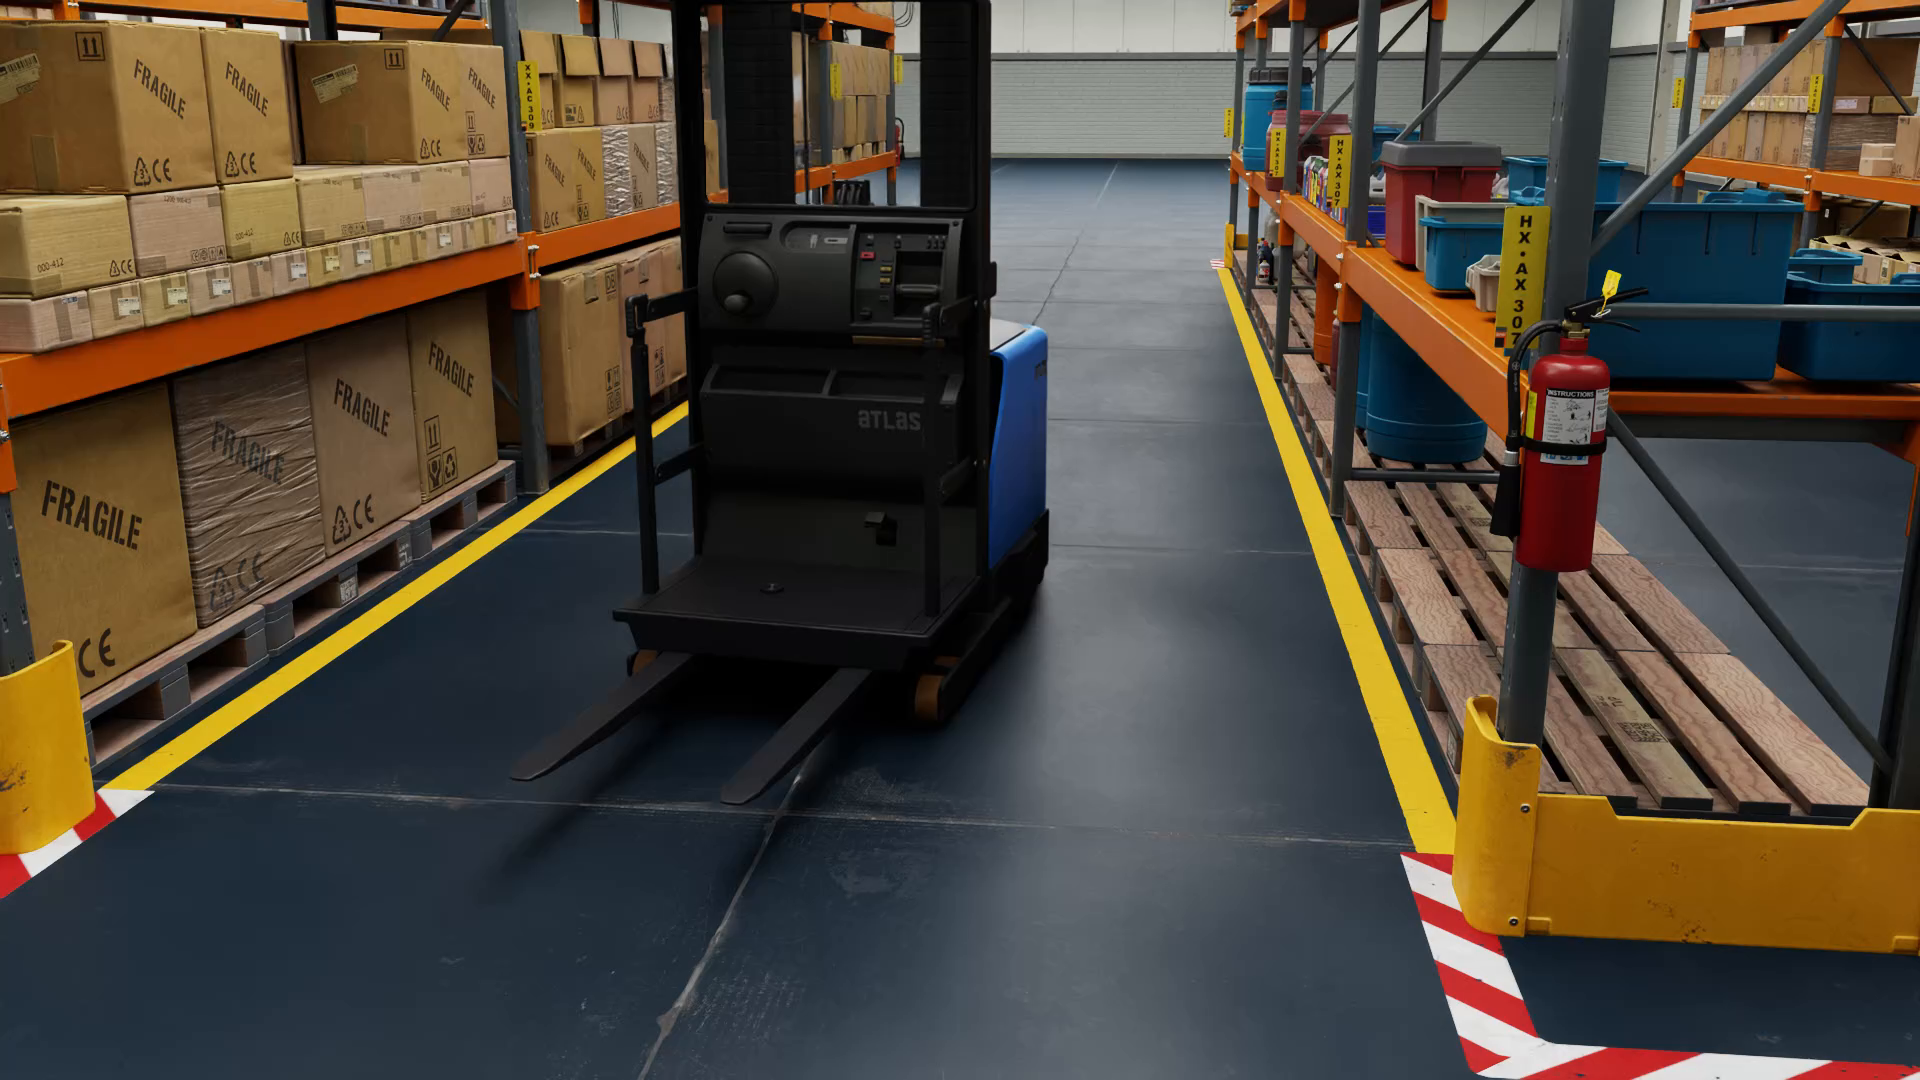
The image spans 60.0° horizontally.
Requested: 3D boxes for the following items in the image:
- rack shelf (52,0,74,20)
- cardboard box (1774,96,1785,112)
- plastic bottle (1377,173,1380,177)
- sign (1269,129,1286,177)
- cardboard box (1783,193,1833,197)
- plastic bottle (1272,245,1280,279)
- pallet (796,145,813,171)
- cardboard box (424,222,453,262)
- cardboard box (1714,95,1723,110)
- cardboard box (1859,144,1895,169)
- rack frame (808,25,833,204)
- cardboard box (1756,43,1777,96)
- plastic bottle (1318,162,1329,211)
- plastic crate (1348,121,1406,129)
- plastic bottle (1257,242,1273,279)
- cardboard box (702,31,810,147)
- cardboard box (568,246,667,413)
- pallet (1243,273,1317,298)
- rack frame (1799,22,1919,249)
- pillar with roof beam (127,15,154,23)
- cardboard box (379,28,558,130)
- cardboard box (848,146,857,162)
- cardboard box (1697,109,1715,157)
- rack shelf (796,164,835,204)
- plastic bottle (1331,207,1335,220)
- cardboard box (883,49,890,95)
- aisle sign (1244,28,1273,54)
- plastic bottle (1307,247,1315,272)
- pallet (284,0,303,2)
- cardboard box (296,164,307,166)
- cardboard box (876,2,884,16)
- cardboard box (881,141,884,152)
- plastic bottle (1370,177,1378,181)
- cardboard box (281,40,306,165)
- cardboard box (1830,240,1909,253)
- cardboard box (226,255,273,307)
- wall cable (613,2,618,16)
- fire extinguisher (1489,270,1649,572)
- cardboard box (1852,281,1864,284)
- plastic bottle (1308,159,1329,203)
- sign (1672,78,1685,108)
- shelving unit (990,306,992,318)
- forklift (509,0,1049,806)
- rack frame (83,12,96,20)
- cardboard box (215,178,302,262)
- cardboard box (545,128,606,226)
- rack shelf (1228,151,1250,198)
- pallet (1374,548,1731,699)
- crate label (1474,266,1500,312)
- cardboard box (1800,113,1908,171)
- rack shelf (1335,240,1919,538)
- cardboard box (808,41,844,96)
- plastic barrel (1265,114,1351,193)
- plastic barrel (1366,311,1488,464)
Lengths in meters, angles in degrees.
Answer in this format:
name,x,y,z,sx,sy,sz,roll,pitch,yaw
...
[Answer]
name,x,y,z,sx,sy,sz,roll,pitch,yaw
rack shelf,-7.315,-3.489,10.451,1.077,0.370,4.000,2,15,6
cardboard box,8.056,-4.182,15.946,0.380,0.149,0.250,2,15,6
plastic bottle,2.245,-1.828,8.922,0.097,0.271,0.097,0,15,0
sign,2.201,-2.682,11.522,0.100,0.325,0.005,2,15,6
cardboard box,8.710,-3.347,17.319,0.500,0.500,0.500,2,15,6
plastic bottle,3.130,-2.731,16.249,0.144,0.351,0.185,2,15,6
pallet,-1.952,-3.486,15.174,1.003,0.211,1.213,2,15,6
cardboard box,-2.420,-1.287,7.158,0.380,0.149,0.250,2,15,7
cardboard box,8.258,-4.650,17.677,0.380,0.149,0.250,2,15,6
cardboard box,8.109,-3.278,14.327,0.500,0.250,0.500,3,15,10
rack frame,-1.721,-3.772,15.867,1.000,3.000,0.127,2,15,6
cardboard box,8.335,-4.660,16.472,0.700,0.500,0.500,2,15,6
plastic bottle,2.203,-2.132,10.023,0.061,0.283,0.133,2,15,6
plastic crate,3.235,-3.030,12.999,0.402,0.464,0.583,2,15,6
plastic bottle,2.986,-2.736,16.265,0.144,0.351,0.185,1,15,5
cardboard box,-1.950,-4.063,14.987,1.000,1.000,1.000,2,15,7
cardboard box,-2.472,-1.273,9.889,1.225,0.875,0.875,1,15,4
pallet,3.317,-2.453,16.331,1.003,0.211,1.213,2,15,6
rack frame,8.121,-3.480,14.784,1.000,3.000,0.127,2,15,6
pillar with roof beam,-11.391,-10.974,31.008,9.100,9.000,0.400,2,15,6
cardboard box,-2.560,-2.396,8.663,0.797,0.503,0.637,1,15,5
cardboard box,-1.268,-3.957,17.030,0.380,0.149,0.250,2,15,6
cardboard box,8.507,-4.445,18.161,0.700,0.500,0.500,2,15,6
rack shelf,-1.947,-2.906,14.042,1.077,0.370,4.000,2,15,6
plastic bottle,2.160,-1.924,9.269,0.152,0.276,0.135,2,15,6
cardboard box,-1.086,-5.334,18.966,0.500,0.500,0.500,2,15,6
aisle sign,3.369,-5.946,18.925,0.394,0.787,0.004,2,15,6
plastic bottle,3.623,-2.878,16.935,0.152,0.276,0.135,2,15,6
pallet,-6.693,-5.061,15.253,0.805,0.209,1.217,1,15,4
cardboard box,-2.998,-1.526,7.275,0.500,0.250,0.500,2,15,6
cardboard box,-1.125,-5.923,18.362,0.500,0.250,0.500,2,15,7
cardboard box,-1.097,-4.609,19.440,0.380,0.149,0.250,2,15,6
plastic bottle,2.062,-1.698,8.434,0.152,0.276,0.135,2,15,6
cardboard box,-2.995,-1.887,7.173,0.500,0.500,0.500,2,15,6
cardboard box,7.766,-2.396,14.166,0.500,0.311,0.500,2,15,6
cardboard box,-2.593,-0.888,5.680,0.380,0.149,0.250,1,15,5
wall cable,-9.304,-17.354,50.875,3.097,2.526,0.112,2,15,6
fire extinguisher,1.377,-0.271,3.781,0.296,0.674,0.183,2,15,6
cardboard box,7.715,-1.991,13.741,0.500,0.250,0.500,1,15,5
plastic bottle,2.327,-2.306,10.683,0.152,0.276,0.135,2,15,6
sign,8.022,-4.991,18.564,0.100,0.325,0.005,2,15,6
shelving unit,-0.015,-0.539,7.356,0.258,1.200,0.503,2,15,7
forklift,-0.499,-0.923,5.462,1.130,2.935,3.031,4,16,14
rack frame,-11.117,-5.102,20.783,1.000,3.000,0.127,2,15,6
cardboard box,-2.640,-1.113,5.749,0.500,0.250,0.500,1,15,4
cardboard box,-2.268,-1.988,9.077,0.500,0.500,0.500,2,15,6
rack shelf,3.426,-3.798,17.339,1.077,0.370,4.000,2,15,6
pallet,2.118,0.304,6.135,1.003,0.211,1.213,2,15,6
crate label,1.812,-0.780,5.192,0.396,0.136,0.243,2,15,6
cardboard box,8.165,-3.643,15.197,0.700,0.500,0.500,1,15,5
rack shelf,2.072,-0.686,5.829,1.077,0.370,4.000,2,15,6
cardboard box,-1.418,-4.556,16.088,0.500,0.500,0.500,2,15,6
plastic barrel,2.500,-2.784,11.951,0.600,0.536,0.708,2,15,6
plastic barrel,2.376,-0.882,8.393,0.600,0.901,0.708,2,15,6
